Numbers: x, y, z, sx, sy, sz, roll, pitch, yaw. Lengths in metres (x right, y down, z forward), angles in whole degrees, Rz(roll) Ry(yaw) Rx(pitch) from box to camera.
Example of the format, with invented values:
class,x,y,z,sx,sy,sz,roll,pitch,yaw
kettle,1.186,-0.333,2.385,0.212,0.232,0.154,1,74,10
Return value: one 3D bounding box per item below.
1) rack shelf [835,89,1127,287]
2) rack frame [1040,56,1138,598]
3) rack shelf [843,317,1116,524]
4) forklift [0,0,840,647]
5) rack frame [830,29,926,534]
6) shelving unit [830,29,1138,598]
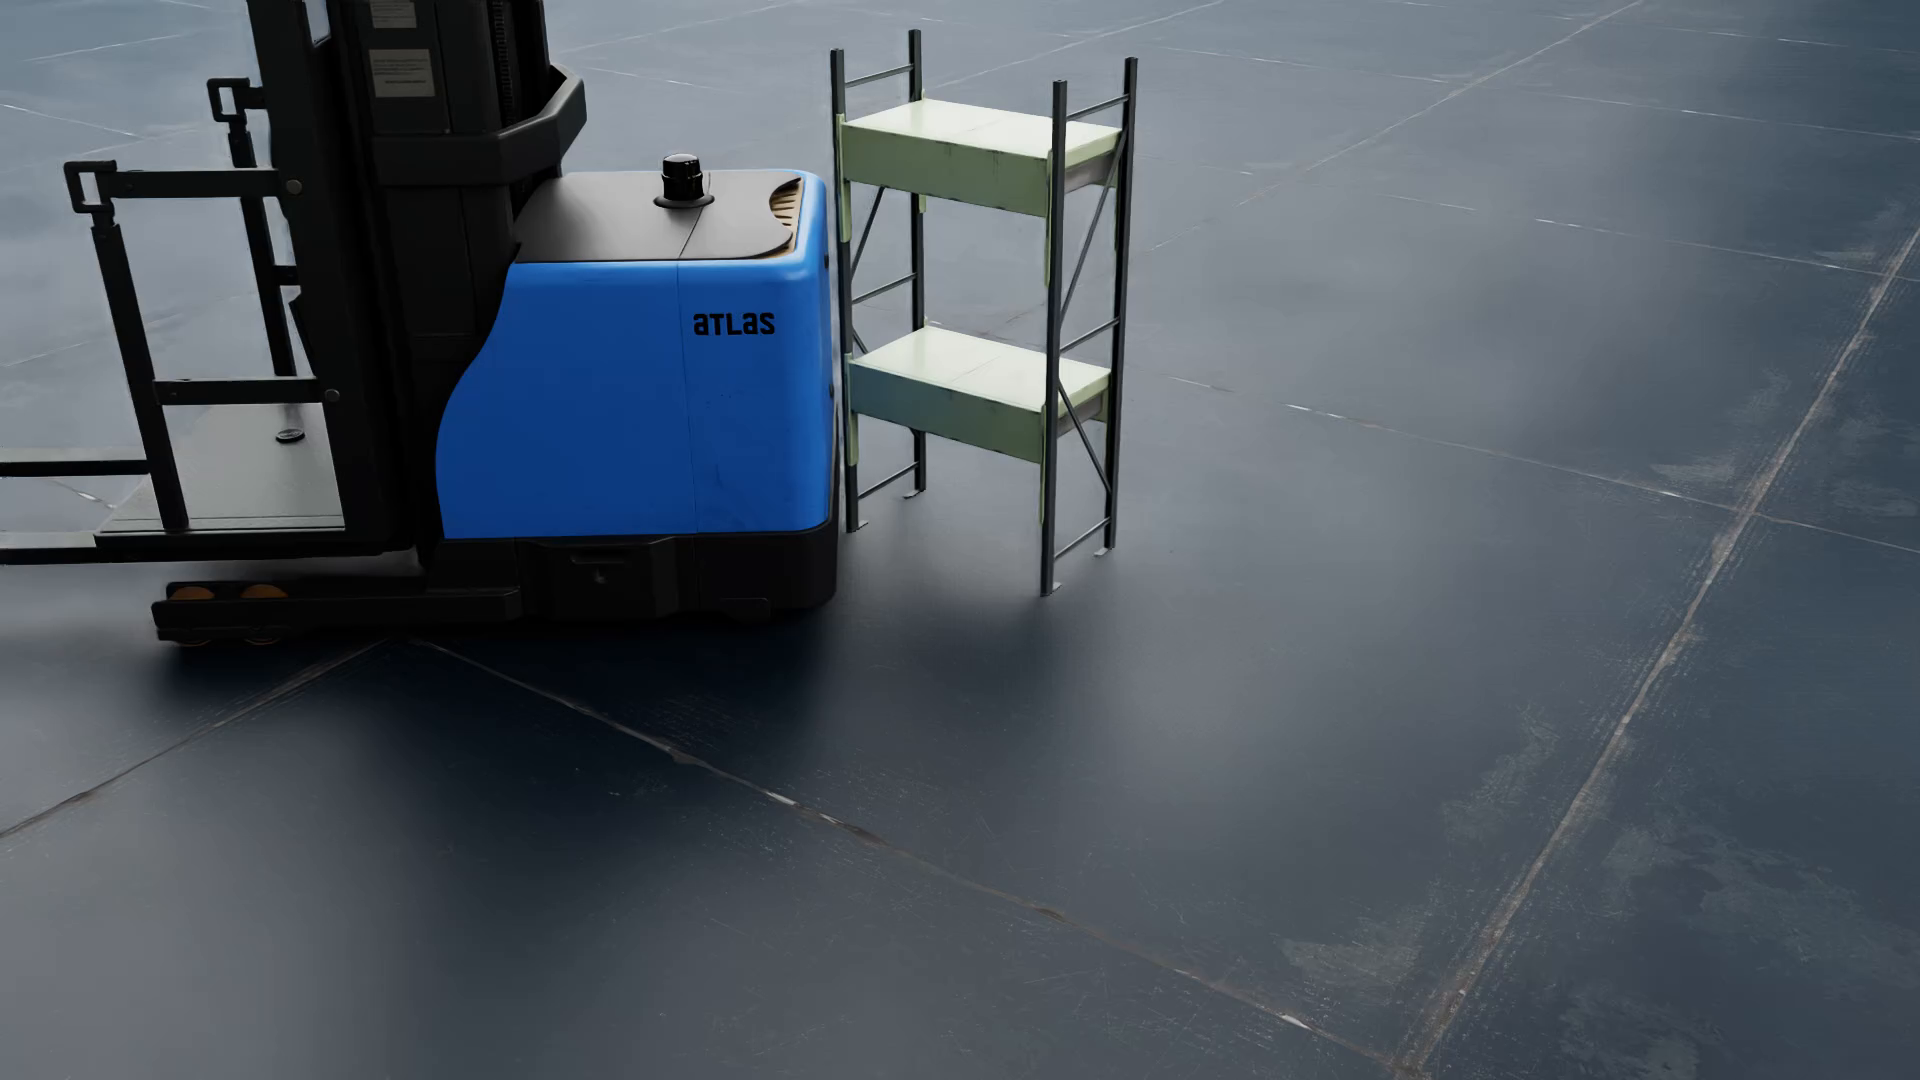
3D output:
class,x,y,z,sx,sy,sz,roll,pitch,yaw
rack shelf,0.062,-1.018,4.735,0.720,0.370,0.431,18,32,31
rack frame,0.361,-0.574,4.725,0.023,1.500,0.400,18,32,31
rack shelf,0.062,-0.379,5.060,0.720,0.370,0.431,18,32,31
forklift,-1.894,-1.253,4.481,3.031,2.935,1.130,-1,27,-2
rack frame,-0.238,-0.765,5.100,0.023,1.500,0.400,18,32,31
shelving unit,0.062,-0.670,4.912,0.755,1.500,0.431,18,32,31
